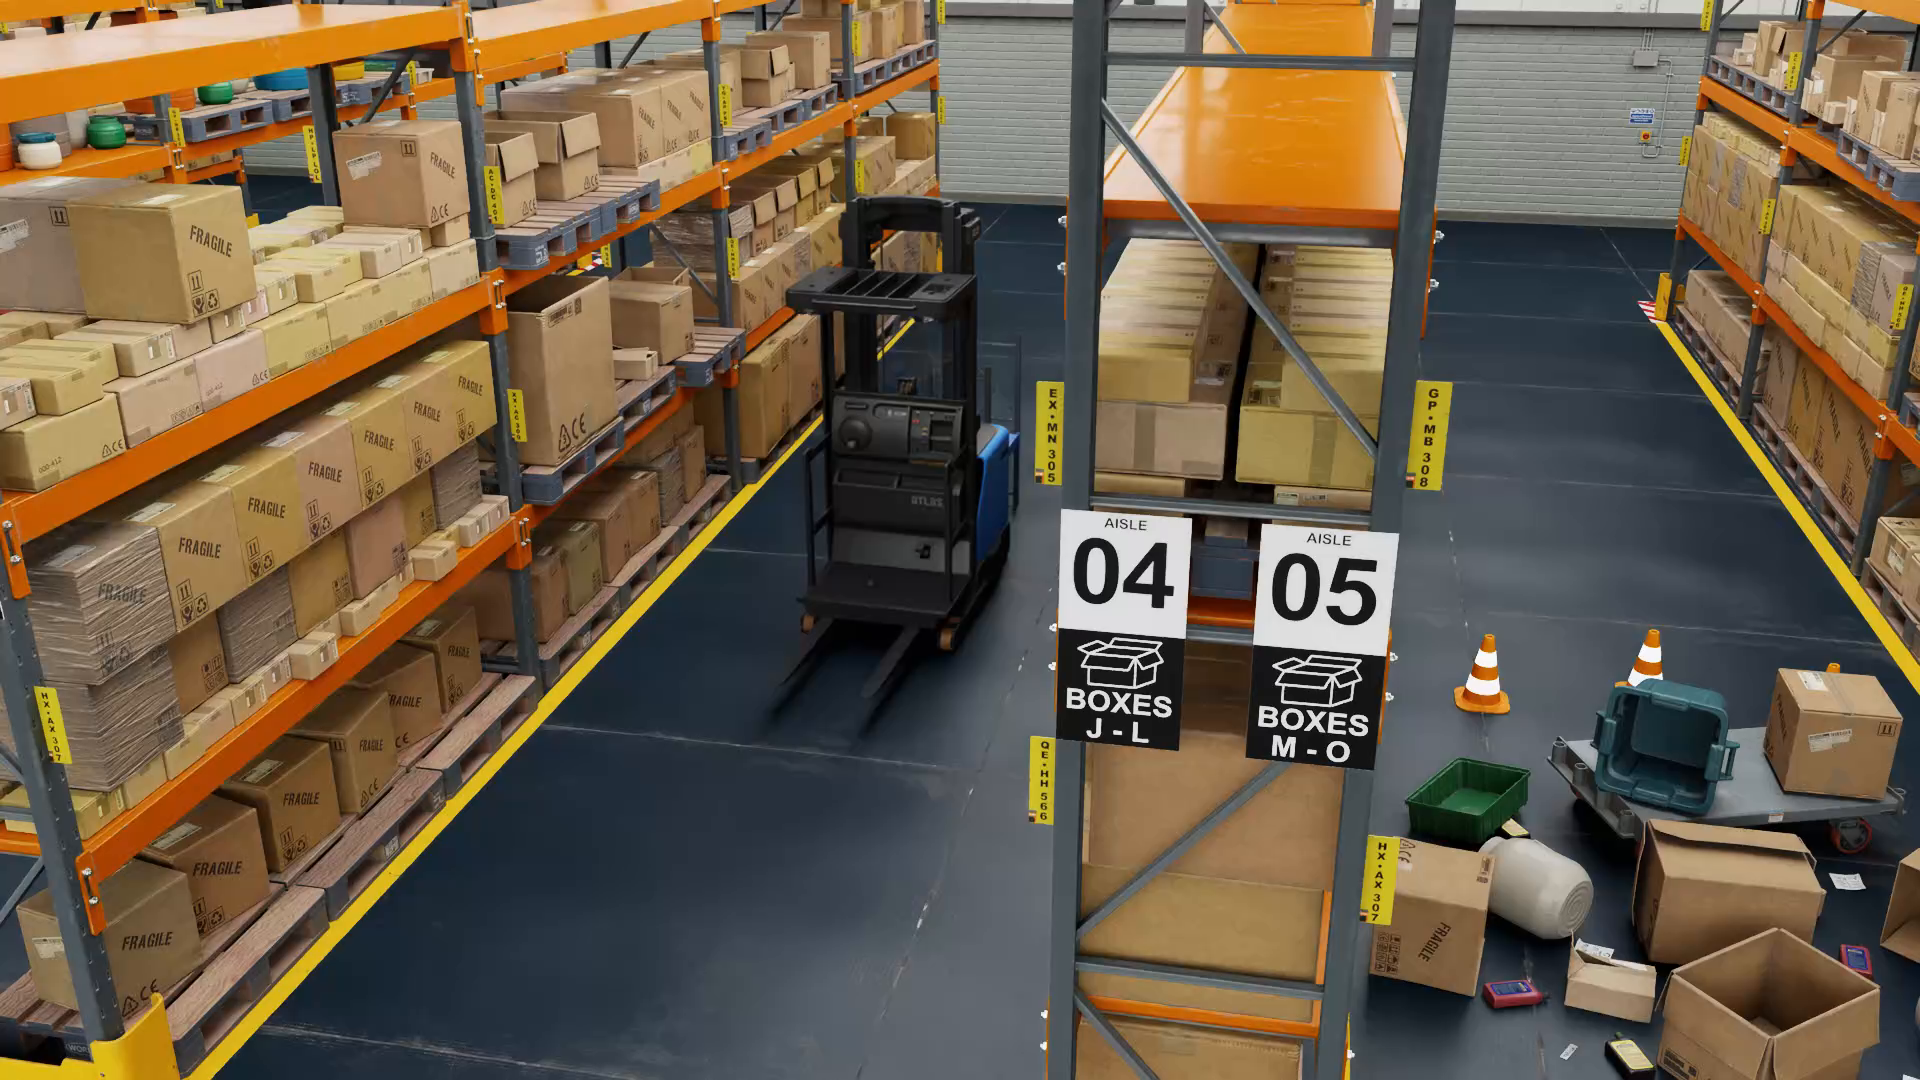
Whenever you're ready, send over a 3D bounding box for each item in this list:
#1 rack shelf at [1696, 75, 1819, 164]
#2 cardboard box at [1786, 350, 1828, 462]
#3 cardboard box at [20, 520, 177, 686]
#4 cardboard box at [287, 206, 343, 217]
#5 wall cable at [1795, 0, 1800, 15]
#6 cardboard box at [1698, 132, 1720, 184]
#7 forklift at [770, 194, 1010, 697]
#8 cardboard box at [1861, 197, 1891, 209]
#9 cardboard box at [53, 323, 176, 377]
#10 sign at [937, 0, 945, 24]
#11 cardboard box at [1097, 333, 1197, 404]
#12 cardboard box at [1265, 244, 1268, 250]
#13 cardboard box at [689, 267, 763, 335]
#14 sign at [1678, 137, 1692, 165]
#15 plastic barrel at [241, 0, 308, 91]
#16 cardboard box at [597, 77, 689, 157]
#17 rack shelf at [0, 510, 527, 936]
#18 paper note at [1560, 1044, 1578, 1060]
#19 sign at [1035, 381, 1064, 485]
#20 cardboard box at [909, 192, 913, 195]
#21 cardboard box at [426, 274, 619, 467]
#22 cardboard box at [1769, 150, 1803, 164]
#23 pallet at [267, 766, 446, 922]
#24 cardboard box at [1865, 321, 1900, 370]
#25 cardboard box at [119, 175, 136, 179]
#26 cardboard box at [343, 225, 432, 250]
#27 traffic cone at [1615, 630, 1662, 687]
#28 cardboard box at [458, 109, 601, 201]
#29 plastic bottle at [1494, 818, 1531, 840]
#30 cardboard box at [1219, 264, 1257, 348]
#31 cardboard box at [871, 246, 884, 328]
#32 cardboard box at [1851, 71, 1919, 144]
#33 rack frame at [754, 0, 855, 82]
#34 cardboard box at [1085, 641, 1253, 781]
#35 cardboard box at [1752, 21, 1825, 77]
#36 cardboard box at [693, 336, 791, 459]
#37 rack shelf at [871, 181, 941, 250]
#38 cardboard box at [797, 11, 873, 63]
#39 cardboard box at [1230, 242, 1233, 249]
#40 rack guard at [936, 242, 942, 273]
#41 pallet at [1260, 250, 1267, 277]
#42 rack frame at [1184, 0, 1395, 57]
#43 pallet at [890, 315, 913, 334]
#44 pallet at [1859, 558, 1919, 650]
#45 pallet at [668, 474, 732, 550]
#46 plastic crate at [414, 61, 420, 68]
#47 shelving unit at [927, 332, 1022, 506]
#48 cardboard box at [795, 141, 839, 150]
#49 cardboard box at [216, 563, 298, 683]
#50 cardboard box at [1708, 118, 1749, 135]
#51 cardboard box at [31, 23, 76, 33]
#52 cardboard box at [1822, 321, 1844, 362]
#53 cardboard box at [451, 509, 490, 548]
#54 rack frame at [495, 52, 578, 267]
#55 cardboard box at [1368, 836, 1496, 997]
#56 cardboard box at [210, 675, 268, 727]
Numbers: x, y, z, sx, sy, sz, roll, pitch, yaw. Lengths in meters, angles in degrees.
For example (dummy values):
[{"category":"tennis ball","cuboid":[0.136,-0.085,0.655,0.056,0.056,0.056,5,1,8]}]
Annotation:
[{"category":"rack shelf","cuboid":[8.531,-4.348,17.081,1.077,0.370,4.000,4,22,11]},{"category":"cardboard box","cuboid":[7.898,-1.204,14.609,0.875,0.875,0.875,5,22,12]},{"category":"cardboard box","cuboid":[-3.648,0.246,6.856,0.500,0.500,0.500,4,22,11]},{"category":"cardboard box","cuboid":[-3.579,-1.799,9.458,0.380,0.149,0.250,4,22,9]},{"category":"wall cable","cuboid":[13.279,-8.639,22.708,2.988,3.039,0.133,4,22,11]},{"category":"cardboard box","cuboid":[8.464,-4.188,18.265,0.500,0.500,0.500,4,22,9]},{"category":"forklift","cuboid":[-0.485,-0.757,11.309,1.130,2.935,3.031,6,23,14]},{"category":"cardboard box","cuboid":[8.179,-2.696,14.561,0.500,0.500,0.500,5,22,12]},{"category":"cardboard box","cuboid":[-3.541,-0.798,6.973,0.380,0.149,0.250,5,23,13]},{"category":"sign","cuboid":[-0.234,-6.496,20.373,0.100,0.325,0.005,4,22,11]},{"category":"cardboard box","cuboid":[0.544,-0.545,5.250,0.380,0.149,0.250,5,22,11]},{"category":"cardboard box","cuboid":[1.612,-1.807,9.314,0.500,0.250,0.500,5,22,11]},{"category":"cardboard box","cuboid":[-2.029,-2.054,14.305,0.500,0.500,0.500,5,22,12]},{"category":"sign","cuboid":[8.397,-4.504,19.257,0.100,0.325,0.005,4,22,11]},{"category":"plastic barrel","cuboid":[-6.626,-4.874,16.193,0.600,0.901,0.708,4,22,11]},{"category":"cardboard box","cuboid":[-2.341,-3.139,12.314,0.500,0.500,0.500,4,22,11]},{"category":"rack shelf","cuboid":[-3.619,0.677,8.620,1.077,0.370,4.000,4,22,11]},{"category":"paper note","cuboid":[2.769,2.327,7.563,0.032,0.001,0.123,18,28,38]},{"category":"sign","cuboid":[0.279,-0.322,5.043,0.100,0.325,0.005,4,22,11]},{"category":"cardboard box","cuboid":[-0.772,-4.036,19.697,0.380,0.149,0.250,5,22,11]},{"category":"cardboard box","cuboid":[-2.912,-1.141,10.806,1.000,1.000,1.000,5,22,11]},{"category":"cardboard box","cuboid":[8.095,-3.685,16.147,0.380,0.149,0.250,4,22,11]},{"category":"pallet","cuboid":[-3.560,1.601,9.095,1.003,0.211,1.213,4,22,11]},{"category":"cardboard box","cuboid":[7.157,-1.454,12.481,0.500,0.250,0.500,4,22,11]},{"category":"cardboard box","cuboid":[-10.699,-4.653,20.757,0.500,0.500,0.500,4,22,11]},{"category":"cardboard box","cuboid":[-3.138,-1.663,9.120,0.380,0.149,0.250,5,22,12]},{"category":"traffic cone","cuboid":[4.453,0.802,10.744,0.336,0.463,0.334,4,22,11]},{"category":"cardboard box","cuboid":[-2.827,-2.531,10.908,0.797,0.503,0.637,5,23,13]},{"category":"plastic bottle","cuboid":[3.045,1.606,9.284,0.133,0.061,0.283,-7,23,-17]},{"category":"cardboard box","cuboid":[0.944,-0.962,6.819,0.500,0.250,0.500,5,22,11]},{"category":"cardboard box","cuboid":[-1.366,-2.758,18.469,0.875,0.875,0.875,4,22,11]},{"category":"cardboard box","cuboid":[7.382,-3.395,13.056,0.500,0.500,0.500,5,22,11]},{"category":"rack frame","cuboid":[-1.579,-6.097,16.446,1.000,3.000,0.127,4,22,11]},{"category":"cardboard box","cuboid":[0.943,0.578,6.256,0.875,0.550,0.550,4,22,11]},{"category":"cardboard box","cuboid":[8.381,-4.974,16.845,0.500,0.500,0.500,5,22,12]},{"category":"cardboard box","cuboid":[-2.234,-1.311,14.875,1.225,0.875,0.875,3,22,8]},{"category":"rack shelf","cuboid":[-1.170,-3.712,19.517,1.077,0.370,4.000,4,22,11]},{"category":"cardboard box","cuboid":[-1.364,-5.480,18.100,0.700,0.500,0.500,6,23,14]},{"category":"cardboard box","cuboid":[1.011,-1.379,7.319,0.380,0.149,0.250,5,22,11]},{"category":"rack guard","cuboid":[-0.757,-3.626,21.688,1.175,0.500,0.348,4,22,11]},{"category":"pallet","cuboid":[1.763,-1.615,9.589,0.805,0.209,1.217,4,22,9]},{"category":"rack frame","cuboid":[1.624,-2.756,8.151,1.000,3.000,0.127,4,22,11]},{"category":"pallet","cuboid":[-1.100,-2.740,19.874,1.003,0.211,1.213,4,22,11]},{"category":"pallet","cuboid":[7.146,0.484,11.870,1.003,0.211,1.213,4,22,11]},{"category":"pallet","cuboid":[-2.556,-0.272,13.746,1.003,0.211,1.213,4,22,11]},{"category":"plastic crate","cuboid":[-6.366,-5.704,19.644,0.437,0.282,0.530,4,22,11]},{"category":"shelving unit","cuboid":[0.125,-0.826,13.397,0.538,1.500,1.048,6,23,14]},{"category":"cardboard box","cuboid":[-1.640,-4.102,18.321,0.500,0.500,0.500,5,22,11]},{"category":"cardboard box","cuboid":[-3.759,0.320,8.012,0.875,0.500,0.500,4,22,11]},{"category":"cardboard box","cuboid":[8.447,-4.536,18.261,0.380,0.149,0.250,5,23,13]},{"category":"cardboard box","cuboid":[-10.833,-5.966,19.668,0.500,0.250,0.500,4,22,11]},{"category":"cardboard box","cuboid":[7.363,-1.602,13.516,0.500,0.250,0.500,4,22,10]},{"category":"cardboard box","cuboid":[-3.027,-0.080,9.873,0.380,0.149,0.250,4,22,11]},{"category":"rack frame","cuboid":[-5.611,-5.154,22.136,1.000,3.000,0.127,4,22,11]},{"category":"cardboard box","cuboid":[2.312,1.831,8.134,0.500,0.500,0.500,8,23,20]},{"category":"cardboard box","cuboid":[-3.512,0.741,7.834,0.380,0.149,0.250,4,22,11]}]
